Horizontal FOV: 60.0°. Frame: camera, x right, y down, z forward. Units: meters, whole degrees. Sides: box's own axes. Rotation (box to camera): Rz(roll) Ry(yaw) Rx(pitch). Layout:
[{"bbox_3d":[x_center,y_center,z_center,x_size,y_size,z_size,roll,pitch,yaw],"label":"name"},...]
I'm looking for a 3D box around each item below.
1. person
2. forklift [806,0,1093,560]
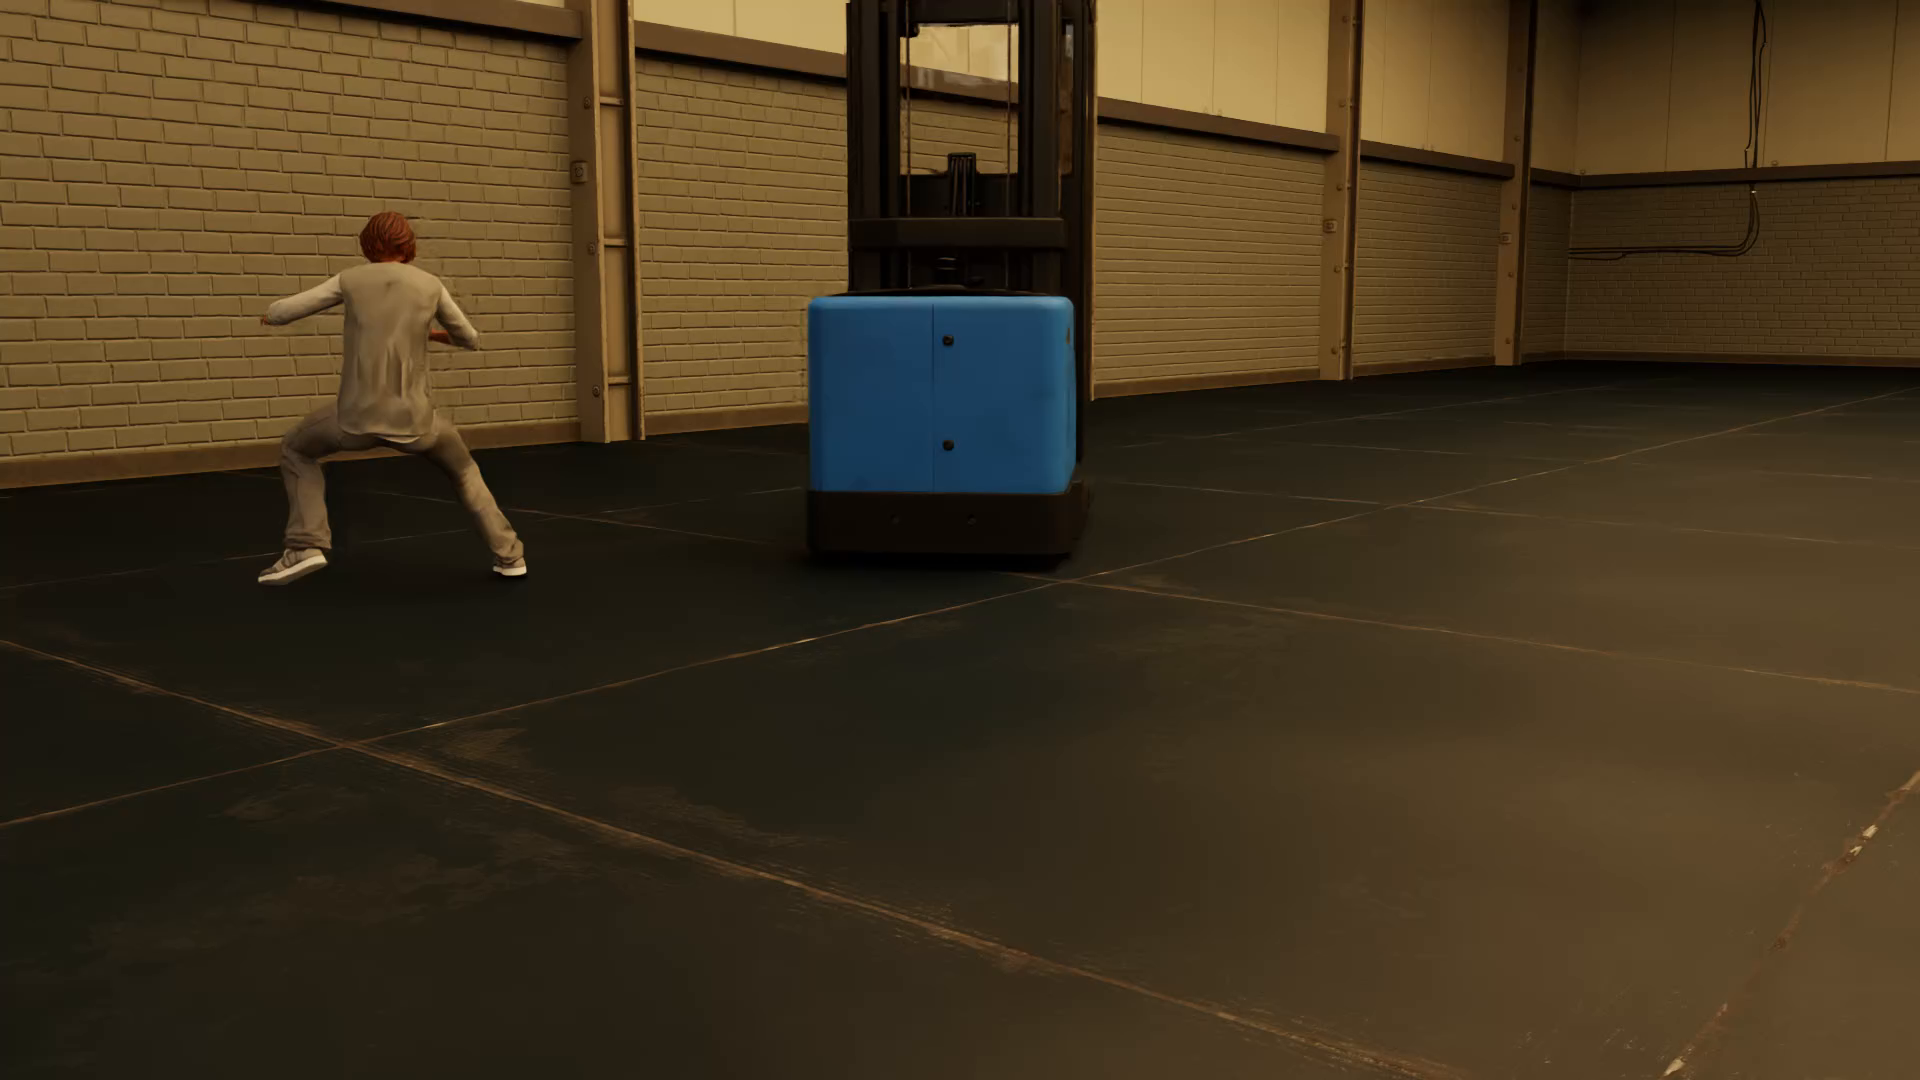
[{"bbox_3d":[-2.129,-0.519,6.183,0.955,1.378,0.658,-3,9,-17],"label":"person"},{"bbox_3d":[0.059,-1.544,7.831,1.130,2.935,3.031,1,8,6],"label":"forklift"}]
